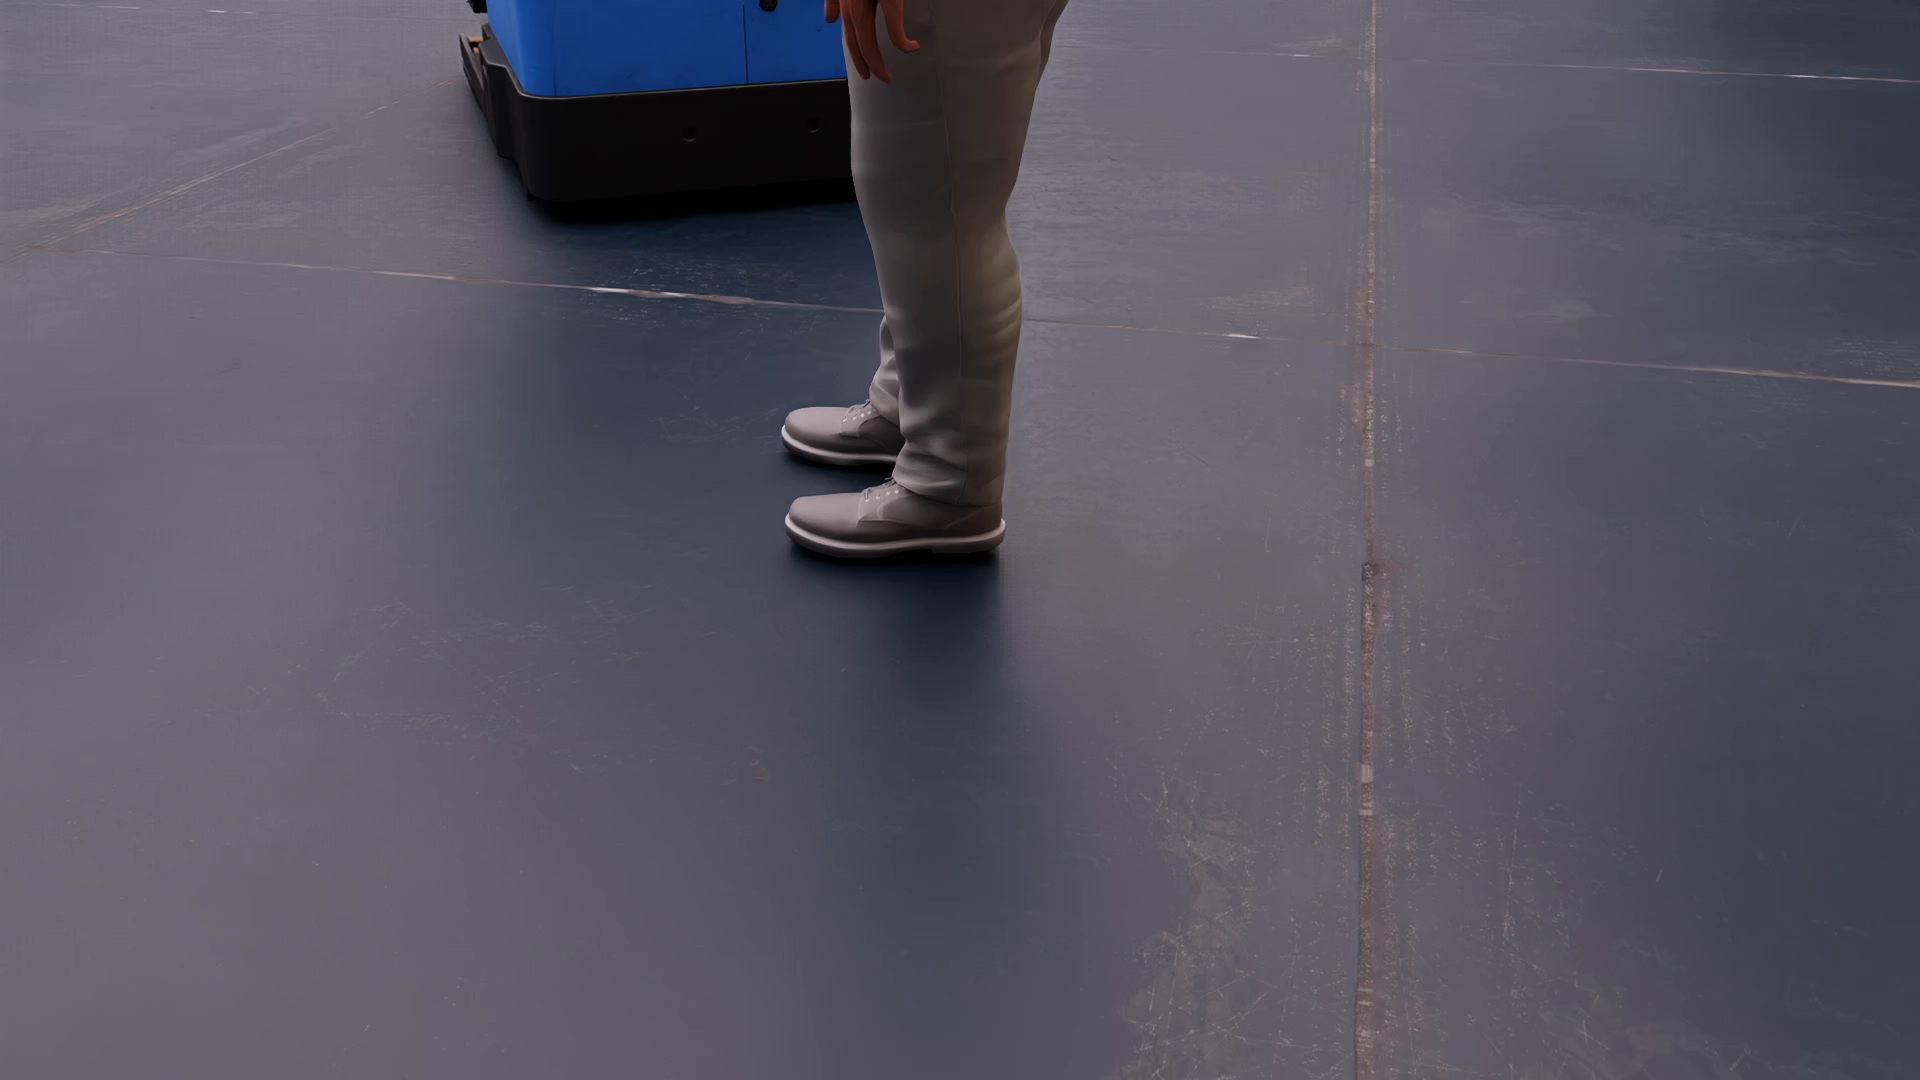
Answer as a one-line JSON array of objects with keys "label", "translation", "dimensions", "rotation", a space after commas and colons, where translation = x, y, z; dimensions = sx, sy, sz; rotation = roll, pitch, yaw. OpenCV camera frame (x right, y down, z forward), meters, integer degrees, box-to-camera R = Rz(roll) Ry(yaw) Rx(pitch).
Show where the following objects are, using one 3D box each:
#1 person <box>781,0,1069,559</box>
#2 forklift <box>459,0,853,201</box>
[{"label": "person", "translation": [-0.074, -0.816, 2.120], "dimensions": [0.574, 1.780, 0.641], "rotation": [6, 27, 11]}, {"label": "forklift", "translation": [-0.992, -2.752, 4.701], "dimensions": [1.130, 2.935, 3.031], "rotation": [-9, 28, -17]}]
